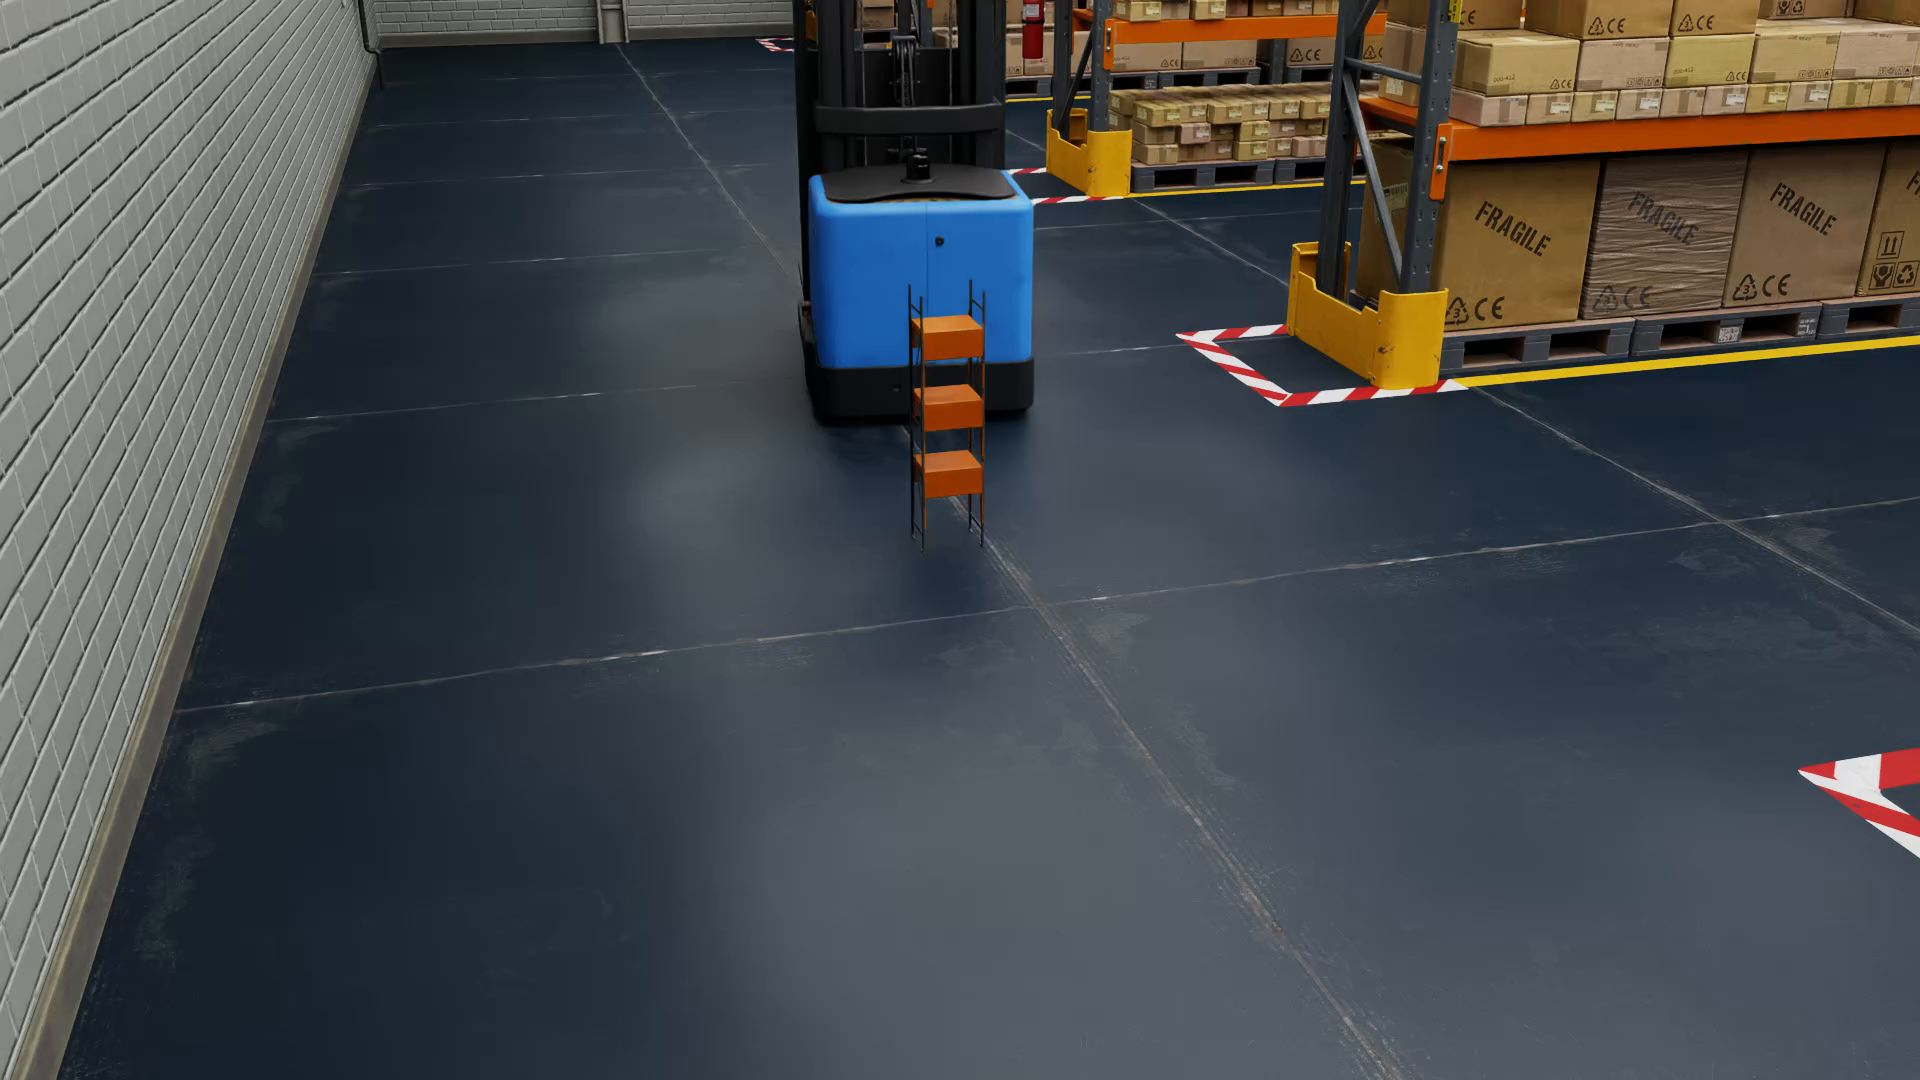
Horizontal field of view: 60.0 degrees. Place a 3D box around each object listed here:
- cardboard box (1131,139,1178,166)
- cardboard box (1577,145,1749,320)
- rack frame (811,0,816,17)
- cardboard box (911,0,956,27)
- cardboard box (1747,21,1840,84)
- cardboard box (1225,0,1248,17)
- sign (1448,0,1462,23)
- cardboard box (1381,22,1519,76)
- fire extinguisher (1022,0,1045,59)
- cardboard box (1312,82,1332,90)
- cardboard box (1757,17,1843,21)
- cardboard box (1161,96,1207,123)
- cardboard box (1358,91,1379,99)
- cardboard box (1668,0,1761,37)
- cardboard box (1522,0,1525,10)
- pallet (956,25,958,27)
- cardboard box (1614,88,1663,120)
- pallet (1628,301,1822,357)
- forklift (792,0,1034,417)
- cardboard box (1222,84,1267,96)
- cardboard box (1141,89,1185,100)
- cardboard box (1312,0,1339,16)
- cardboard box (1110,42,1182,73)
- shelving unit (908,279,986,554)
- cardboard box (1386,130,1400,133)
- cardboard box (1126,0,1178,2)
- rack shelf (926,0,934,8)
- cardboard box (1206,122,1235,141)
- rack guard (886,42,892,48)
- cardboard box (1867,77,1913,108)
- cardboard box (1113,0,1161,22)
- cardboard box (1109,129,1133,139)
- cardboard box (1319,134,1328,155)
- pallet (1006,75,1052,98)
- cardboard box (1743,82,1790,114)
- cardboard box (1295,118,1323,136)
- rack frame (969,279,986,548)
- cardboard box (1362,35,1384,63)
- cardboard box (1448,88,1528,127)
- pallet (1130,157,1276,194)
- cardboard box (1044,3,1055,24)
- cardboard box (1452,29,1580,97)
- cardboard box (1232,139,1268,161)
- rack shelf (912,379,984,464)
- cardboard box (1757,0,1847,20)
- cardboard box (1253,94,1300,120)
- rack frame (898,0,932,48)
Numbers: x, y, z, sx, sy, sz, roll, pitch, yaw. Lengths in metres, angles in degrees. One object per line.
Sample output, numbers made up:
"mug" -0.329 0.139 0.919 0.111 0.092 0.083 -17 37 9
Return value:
"cardboard box" 1.547 -3.096 13.243 0.250 0.149 0.380 -6 24 -13
"cardboard box" 3.669 -1.797 9.295 0.875 0.875 0.875 -6 24 -14
"rack frame" -1.823 -8.031 21.663 0.127 3.000 1.000 -6 24 -14
"cardboard box" -0.375 -7.181 22.319 0.500 0.500 0.700 -5 24 -12
"cardboard box" 4.218 -2.569 8.745 0.500 0.250 0.500 -7 24 -15
"cardboard box" 2.076 -4.204 13.062 0.250 0.149 0.380 -5 24 -12
"sign" 2.342 -2.607 7.824 0.005 0.325 0.100 -6 24 -14
"cardboard box" 2.593 -2.605 8.829 0.500 0.250 0.500 -7 24 -15
"fire extinguisher" 0.588 -4.220 13.352 0.183 0.674 0.296 -6 24 -14
"cardboard box" 3.156 -3.757 14.031 0.250 0.149 0.380 -7 24 -17
"cardboard box" 4.549 -2.819 9.330 0.500 0.250 0.500 -6 24 -13
"cardboard box" 1.785 -3.437 13.283 0.250 0.149 0.380 -6 24 -13
"cardboard box" 3.299 -3.557 13.565 0.250 0.149 0.380 -7 24 -16
"cardboard box" 3.712 -2.856 8.465 0.500 0.500 0.500 -7 24 -16
"cardboard box" 4.377 -4.401 13.521 0.250 0.149 0.380 -7 24 -16
"pallet" 0.190 -6.971 22.730 1.213 0.211 1.003 -6 24 -14
"cardboard box" 3.373 -2.265 8.544 0.250 0.149 0.380 -7 24 -15
"pallet" 4.119 -1.346 9.620 1.213 0.211 1.003 -6 24 -14
"forklift" -0.338 -2.482 8.816 1.130 2.935 3.031 -3 23 -7
"cardboard box" 2.379 -3.721 13.947 0.250 0.149 0.380 -5 24 -12
"cardboard box" 1.654 -3.592 13.646 0.250 0.149 0.380 -6 24 -13
"cardboard box" 2.844 -4.259 13.189 0.250 0.149 0.380 -5 24 -12
"cardboard box" 1.877 -5.467 18.403 0.875 0.438 0.875 -7 24 -16
"shelving unit" -0.052 -0.477 6.530 0.252 1.050 0.215 -6 24 -14
"cardboard box" 3.571 -3.477 13.755 0.250 0.149 0.380 -6 24 -13
"cardboard box" 1.462 -4.404 12.706 0.500 0.500 0.500 -5 24 -12
"rack shelf" 1.447 -6.029 17.910 4.000 0.370 1.077 -6 24 -14
"cardboard box" 2.020 -3.324 13.398 0.250 0.149 0.380 -6 24 -14
"rack guard" -0.502 -4.996 17.759 0.348 0.500 1.175 -6 24 -14
"cardboard box" 4.854 -2.429 8.924 0.250 0.149 0.380 -6 24 -13
"cardboard box" 1.356 -4.073 12.757 0.250 0.149 0.380 -7 24 -15
"cardboard box" 1.406 -3.297 13.712 0.250 0.149 0.380 -6 24 -13
"cardboard box" 3.032 -3.265 13.639 0.250 0.149 0.380 -6 24 -14
"pallet" 0.270 -4.980 18.089 1.213 0.211 1.003 -6 24 -14
"cardboard box" 4.110 -2.346 8.732 0.250 0.149 0.380 -7 24 -16
"cardboard box" 2.776 -3.419 13.619 0.250 0.149 0.380 -5 24 -12
"rack frame" 0.066 -0.490 6.560 0.008 1.050 0.200 -6 24 -14
"cardboard box" 4.815 -5.985 19.057 0.875 0.875 0.875 -6 24 -13
"cardboard box" 2.629 -2.182 8.349 0.250 0.149 0.380 -6 24 -14
"pallet" 1.821 -3.078 13.656 1.213 0.211 1.003 -6 24 -14
"cardboard box" 1.227 -7.185 22.625 0.258 0.266 0.396 -5 24 -12
"cardboard box" 2.733 -2.401 8.354 0.500 0.250 0.500 -7 24 -16
"cardboard box" 2.289 -3.169 13.415 0.250 0.149 0.380 -6 24 -14
"rack shelf" -0.052 -0.467 6.534 0.240 0.259 0.215 -6 24 -14
"cardboard box" 4.543 -3.162 9.178 0.500 0.500 0.500 -7 24 -16
"cardboard box" 2.548 -3.499 13.428 0.250 0.149 0.380 -5 24 -12
"rack frame" -0.479 -6.147 17.272 0.127 3.000 1.000 -6 24 -14
